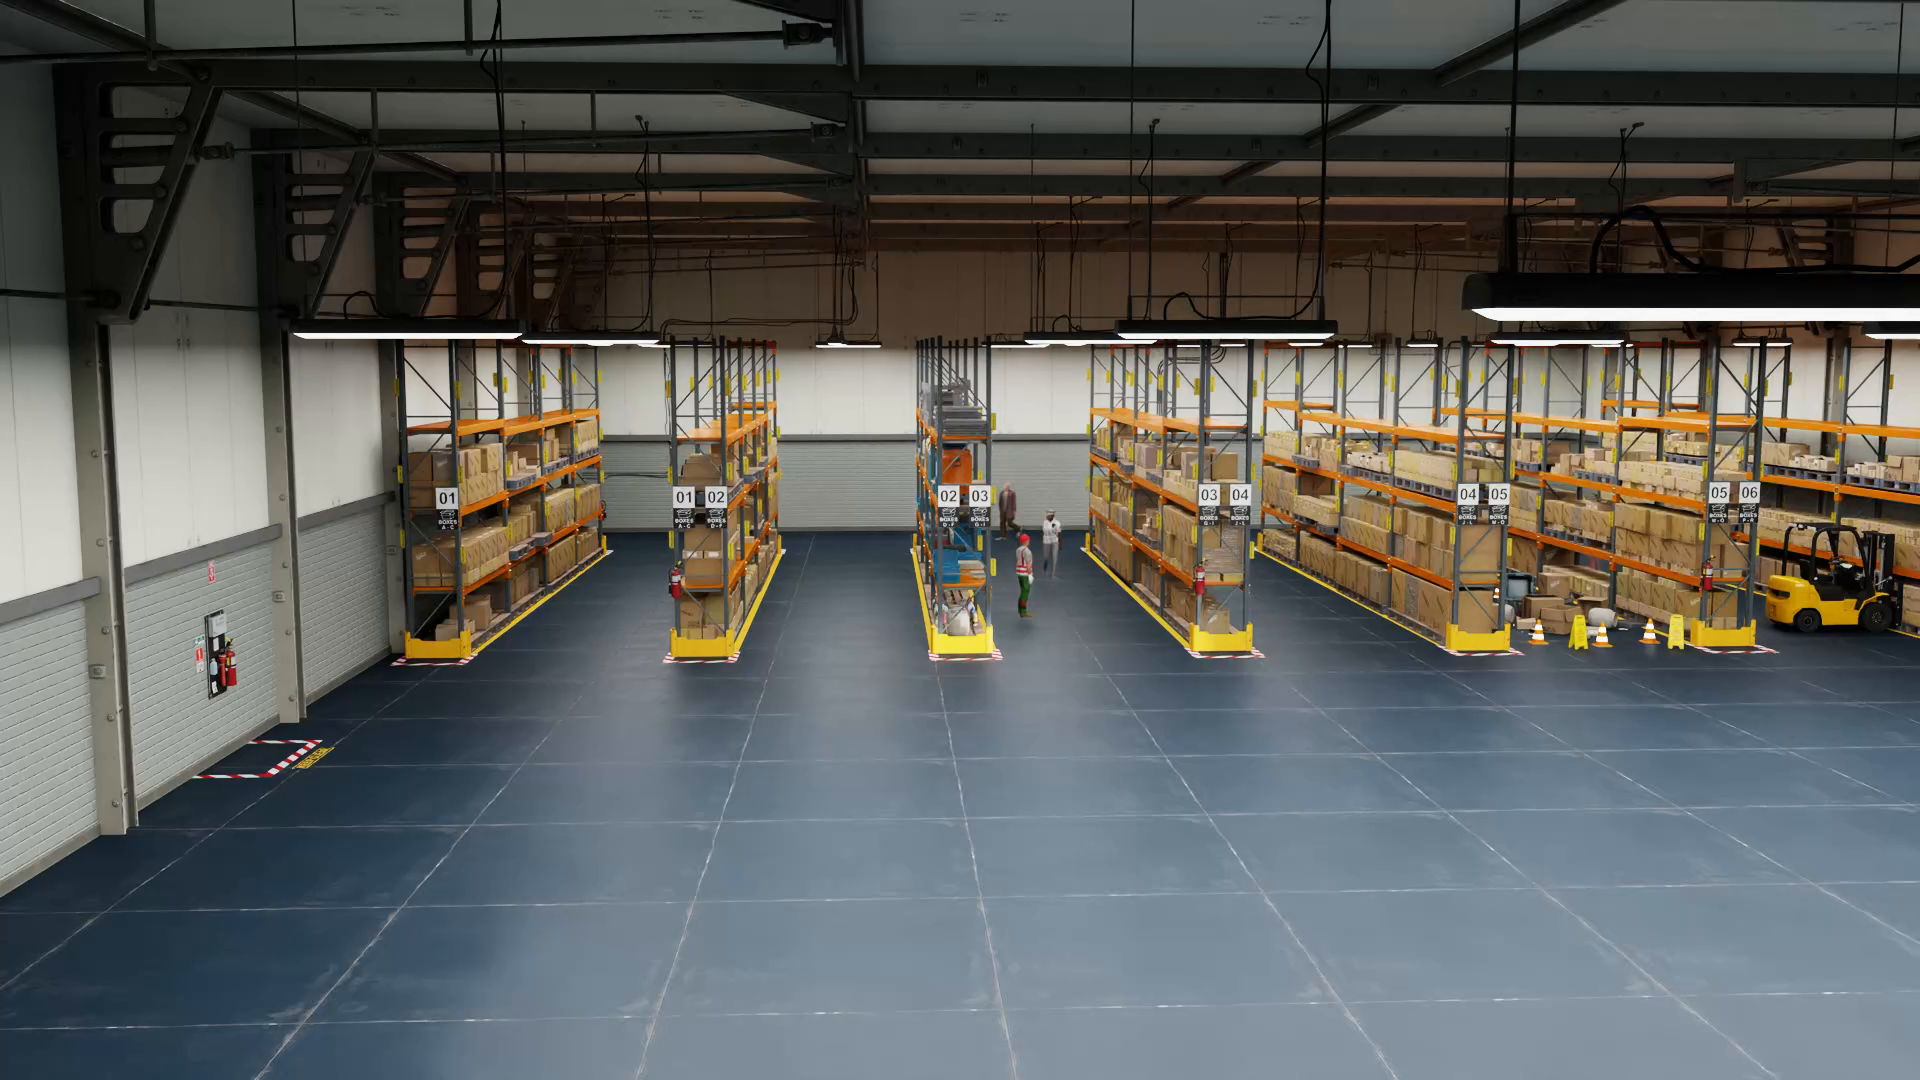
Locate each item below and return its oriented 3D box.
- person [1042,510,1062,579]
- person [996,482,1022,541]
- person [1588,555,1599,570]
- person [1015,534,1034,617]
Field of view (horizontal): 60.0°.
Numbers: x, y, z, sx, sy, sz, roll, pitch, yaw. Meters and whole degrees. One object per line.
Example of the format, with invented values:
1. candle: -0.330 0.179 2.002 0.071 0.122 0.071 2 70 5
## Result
1. person: 2.208 0.088 39.860 0.452 1.648 0.599 -1 7 -6
2. person: 1.474 -0.871 50.315 0.818 1.772 0.587 -6 9 -40
3. person: 16.050 0.108 42.197 0.417 1.676 0.469 3 7 25
4. person: 1.437 0.784 35.859 0.407 1.830 0.614 -3 7 -21
